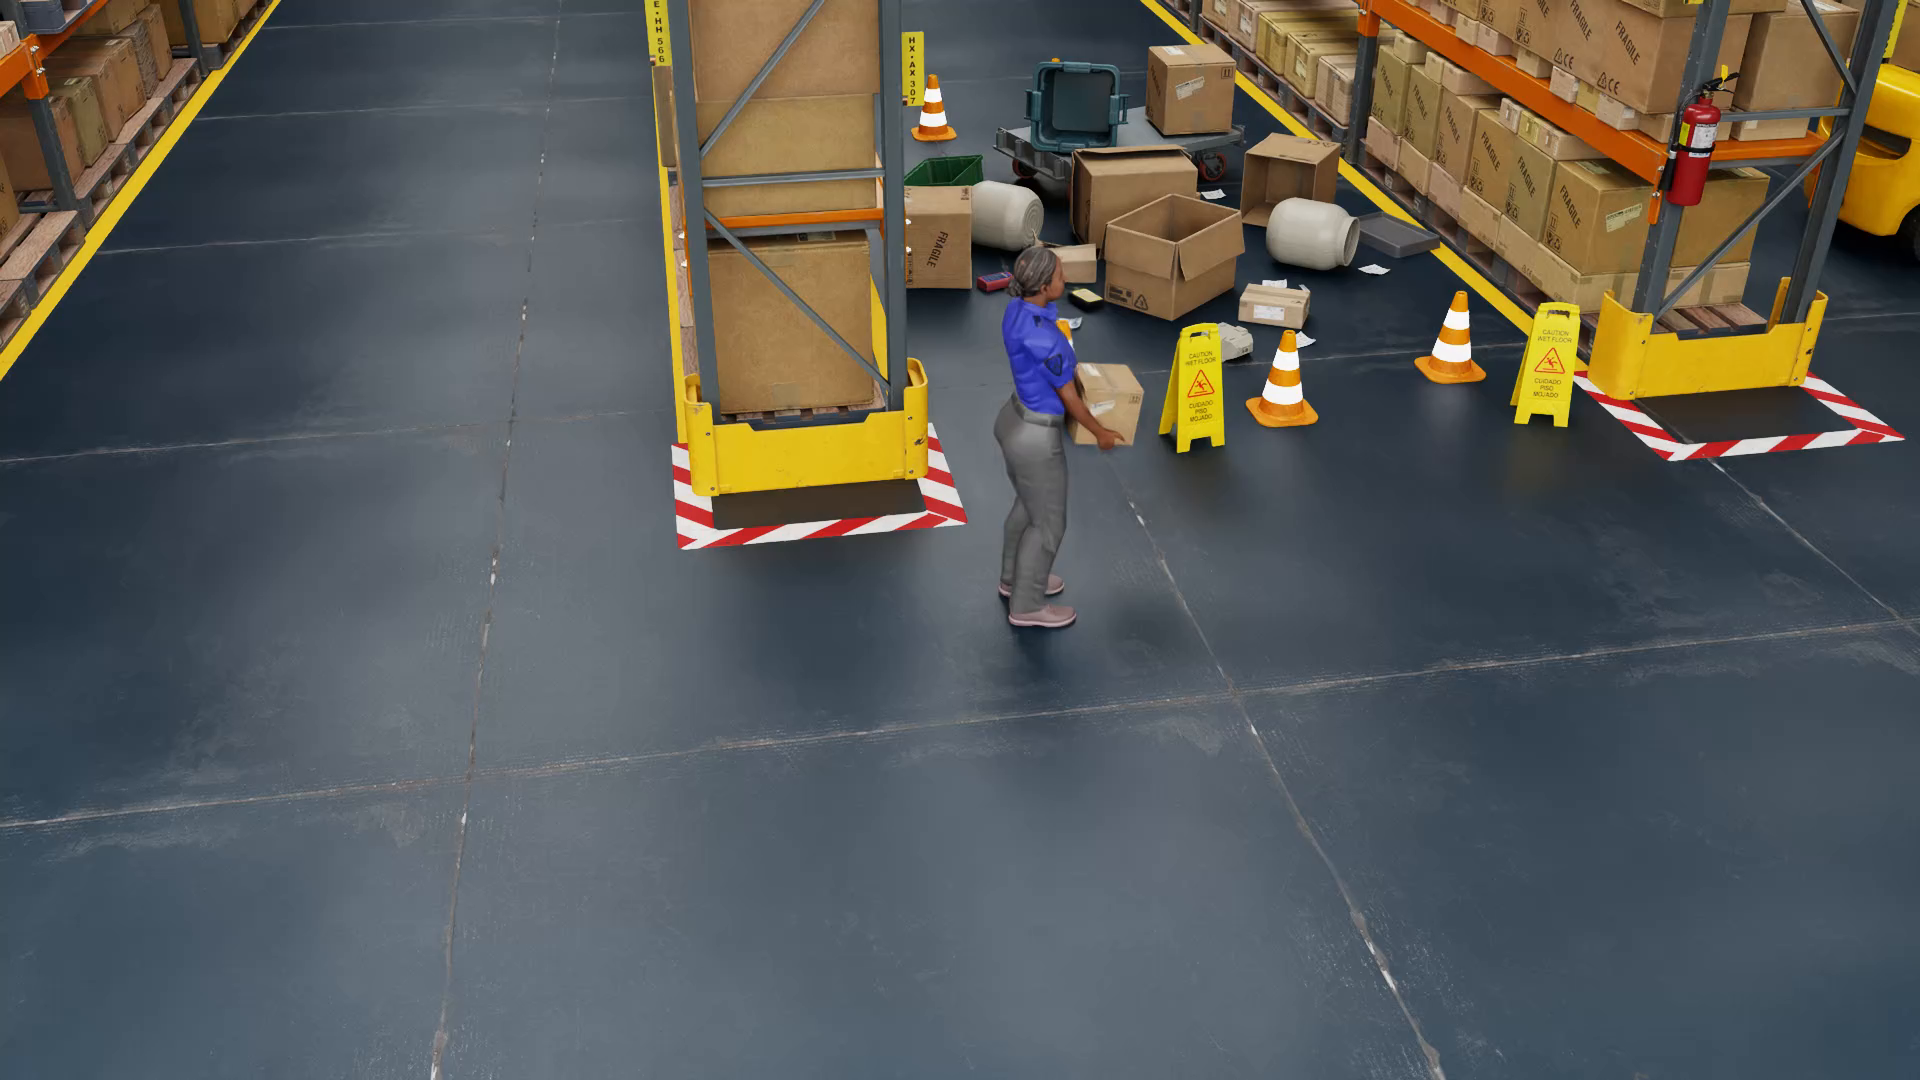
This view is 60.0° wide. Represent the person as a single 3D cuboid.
[{"bbox_3d":[0.399,-0.428,6.864,0.506,1.656,0.423,-6,31,-10],"label":"person"}]
